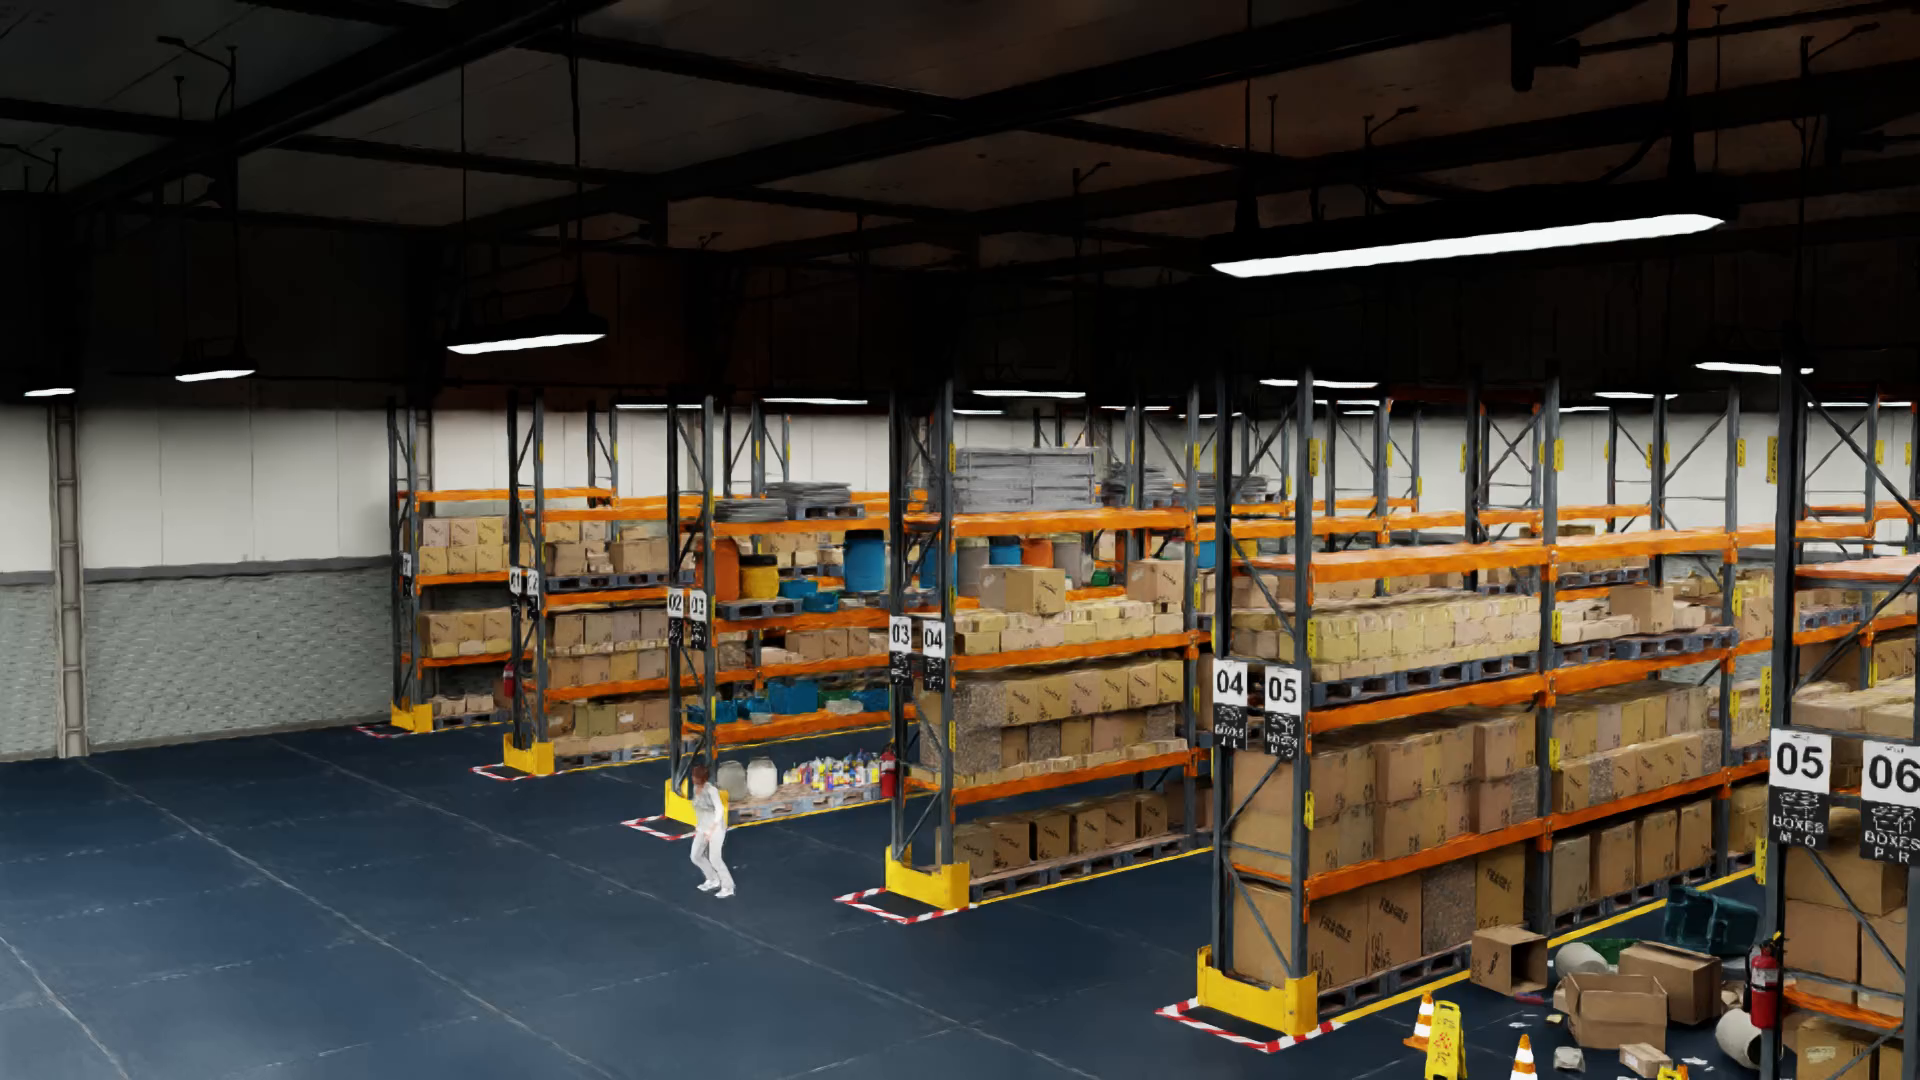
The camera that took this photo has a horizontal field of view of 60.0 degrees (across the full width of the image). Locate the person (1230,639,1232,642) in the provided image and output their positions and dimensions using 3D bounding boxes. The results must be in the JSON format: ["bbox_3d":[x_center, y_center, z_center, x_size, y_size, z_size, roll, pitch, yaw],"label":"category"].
[{"bbox_3d":[5.405,2.336,34.639,0.506,1.632,0.639,-3,5,-42],"label":"person"}]

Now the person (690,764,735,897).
[{"bbox_3d":[-2.837,3.300,18.932,0.516,1.521,0.566,-3,5,-42],"label":"person"}]
